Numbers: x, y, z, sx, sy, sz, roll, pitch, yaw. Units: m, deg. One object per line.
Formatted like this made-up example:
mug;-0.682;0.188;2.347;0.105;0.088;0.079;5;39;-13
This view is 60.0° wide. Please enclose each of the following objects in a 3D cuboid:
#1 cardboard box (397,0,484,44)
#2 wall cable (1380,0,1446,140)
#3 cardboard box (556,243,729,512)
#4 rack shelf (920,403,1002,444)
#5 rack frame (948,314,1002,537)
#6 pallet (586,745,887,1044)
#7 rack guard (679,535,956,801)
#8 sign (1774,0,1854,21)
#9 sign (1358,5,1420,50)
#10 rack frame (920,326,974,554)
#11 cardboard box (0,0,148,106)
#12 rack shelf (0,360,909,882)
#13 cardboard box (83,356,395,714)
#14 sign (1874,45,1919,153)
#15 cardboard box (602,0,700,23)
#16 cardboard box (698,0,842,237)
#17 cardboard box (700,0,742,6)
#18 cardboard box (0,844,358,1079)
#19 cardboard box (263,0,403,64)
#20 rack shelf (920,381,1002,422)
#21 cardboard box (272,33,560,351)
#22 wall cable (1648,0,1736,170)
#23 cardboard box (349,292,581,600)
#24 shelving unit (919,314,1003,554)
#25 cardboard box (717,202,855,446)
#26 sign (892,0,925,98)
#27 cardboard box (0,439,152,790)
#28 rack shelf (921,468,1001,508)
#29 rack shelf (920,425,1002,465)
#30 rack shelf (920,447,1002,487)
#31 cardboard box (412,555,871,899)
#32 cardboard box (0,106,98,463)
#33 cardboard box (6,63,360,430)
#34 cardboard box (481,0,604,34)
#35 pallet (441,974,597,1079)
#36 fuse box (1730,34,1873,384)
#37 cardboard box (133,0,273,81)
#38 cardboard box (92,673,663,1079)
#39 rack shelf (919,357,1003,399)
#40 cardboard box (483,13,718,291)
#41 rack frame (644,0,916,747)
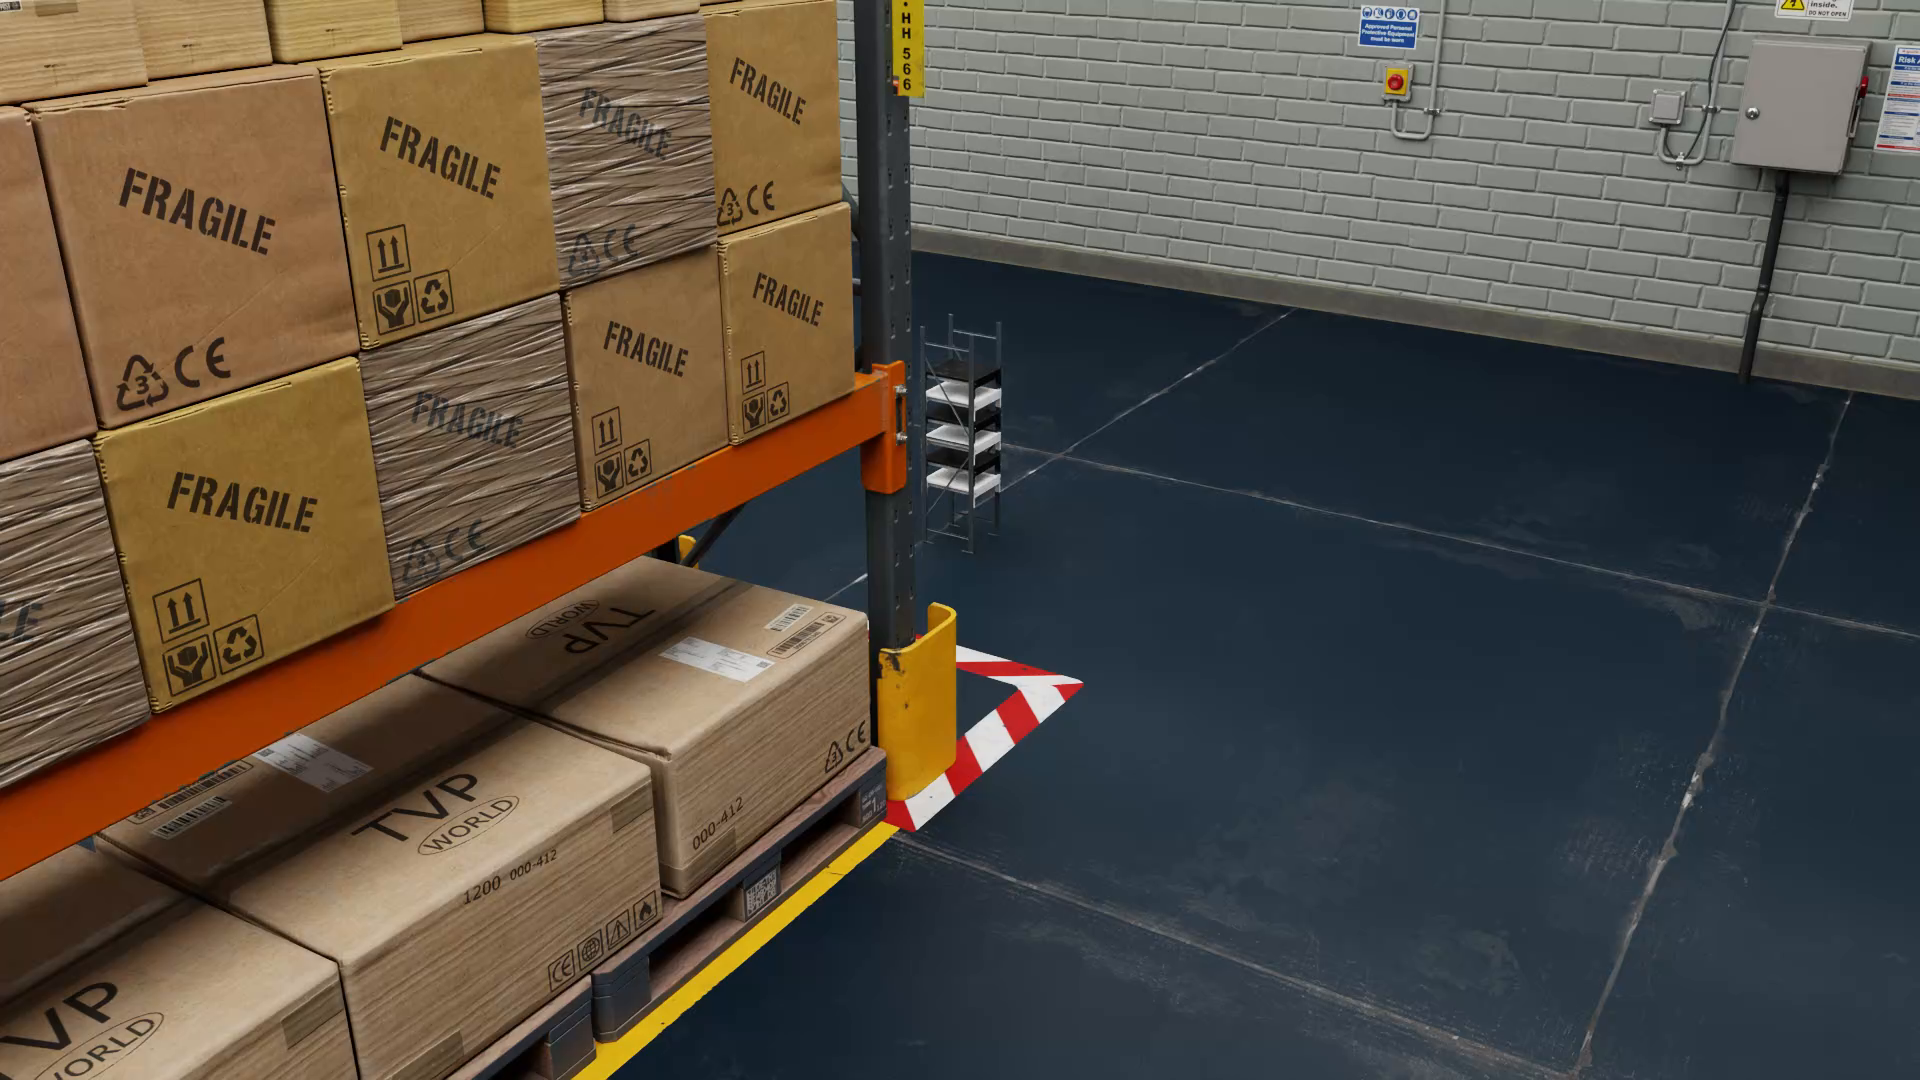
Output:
cardboard box;-1.150;-1.055;3.210;0.380;0.149;0.250;14;27;28
wall cable;2.368;-3.150;8.931;0.585;1.953;0.123;14;27;29
cardboard box;-0.894;-0.422;3.824;0.500;0.500;0.500;13;27;28
rack shelf;0.004;-0.468;6.555;0.258;0.077;0.200;14;27;29
rack frame;0.058;-0.450;6.657;0.240;0.900;0.006;14;27;29
pallet;-0.942;0.805;4.625;1.003;0.211;1.213;14;27;29
rack guard;-0.574;0.378;5.247;1.175;0.500;0.348;14;27;29
sign;4.138;-2.640;8.033;0.339;0.242;0.001;14;27;29
sign;2.359;-2.824;9.157;0.327;0.218;0.001;14;27;29
rack frame;-0.049;-0.381;6.498;0.240;0.900;0.006;14;27;29
cardboard box;-1.490;-0.776;2.565;0.380;0.149;0.250;14;27;29
rack shelf;-1.642;0.244;3.316;1.077;0.370;4.000;14;27;29
cardboard box;-1.418;-0.070;3.009;0.500;0.500;0.500;15;27;30
sign;4.604;-2.102;7.950;0.329;0.494;0.001;14;27;29
cardboard box;-0.784;-1.205;3.556;0.380;0.149;0.250;14;27;28
cardboard box;-0.639;-1.053;4.022;0.500;0.500;0.500;15;28;31
cardboard box;-0.719;-1.310;3.798;0.380;0.149;0.250;14;27;30
cardboard box;-1.803;1.081;3.175;0.875;0.438;0.875;13;27;27
cardboard box;-1.232;-0.958;2.986;0.380;0.149;0.250;15;27;30
rack shelf;0.004;-0.550;6.519;0.258;0.077;0.200;14;27;29
cardboard box;-1.153;-0.704;3.217;0.500;0.500;0.500;14;27;29
wall cable;3.579;-2.842;8.260;0.588;1.984;0.122;14;27;29
cardboard box;-1.157;-0.247;3.418;0.500;0.500;0.500;15;27;30
shelving unit;0.004;-0.416;6.578;0.258;0.900;0.210;14;27;29
cardboard box;-0.616;-0.589;4.208;0.500;0.500;0.500;14;27;29
sign;-0.133;-1.283;4.181;0.100;0.325;0.005;14;27;29
cardboard box;-1.690;0.104;2.608;0.500;0.500;0.500;14;27;29
rack shelf;0.004;-0.220;6.662;0.258;0.077;0.200;14;27;29
rack shelf;0.004;-0.385;6.591;0.258;0.077;0.200;14;27;29
rack shelf;0.004;-0.303;6.627;0.258;0.077;0.200;14;27;29
cardboard box;-0.850;0.466;4.595;0.875;0.438;0.875;13;27;27
cardboard box;-1.688;-0.365;2.434;0.500;0.500;0.500;14;27;30
cardboard box;-1.420;-0.535;2.826;0.500;0.500;0.500;14;27;29
cardboard box;-0.952;-1.128;3.380;0.380;0.149;0.250;15;27;30
pallet;-1.586;1.215;3.677;1.003;0.211;1.213;14;27;29
fuse box;4.075;-1.588;8.265;0.539;1.711;0.414;14;27;29
cardboard box;-1.387;-0.873;2.791;0.380;0.149;0.250;15;27;31
cardboard box;-1.326;0.777;3.877;0.875;0.438;0.875;15;27;30
rack shelf;0.004;-0.633;6.484;0.258;0.077;0.200;14;27;29
cardboard box;-0.890;-0.870;3.601;0.500;0.500;0.500;14;27;29
rack frame;-0.587;-0.761;4.732;1.000;3.000;0.127;14;27;29
